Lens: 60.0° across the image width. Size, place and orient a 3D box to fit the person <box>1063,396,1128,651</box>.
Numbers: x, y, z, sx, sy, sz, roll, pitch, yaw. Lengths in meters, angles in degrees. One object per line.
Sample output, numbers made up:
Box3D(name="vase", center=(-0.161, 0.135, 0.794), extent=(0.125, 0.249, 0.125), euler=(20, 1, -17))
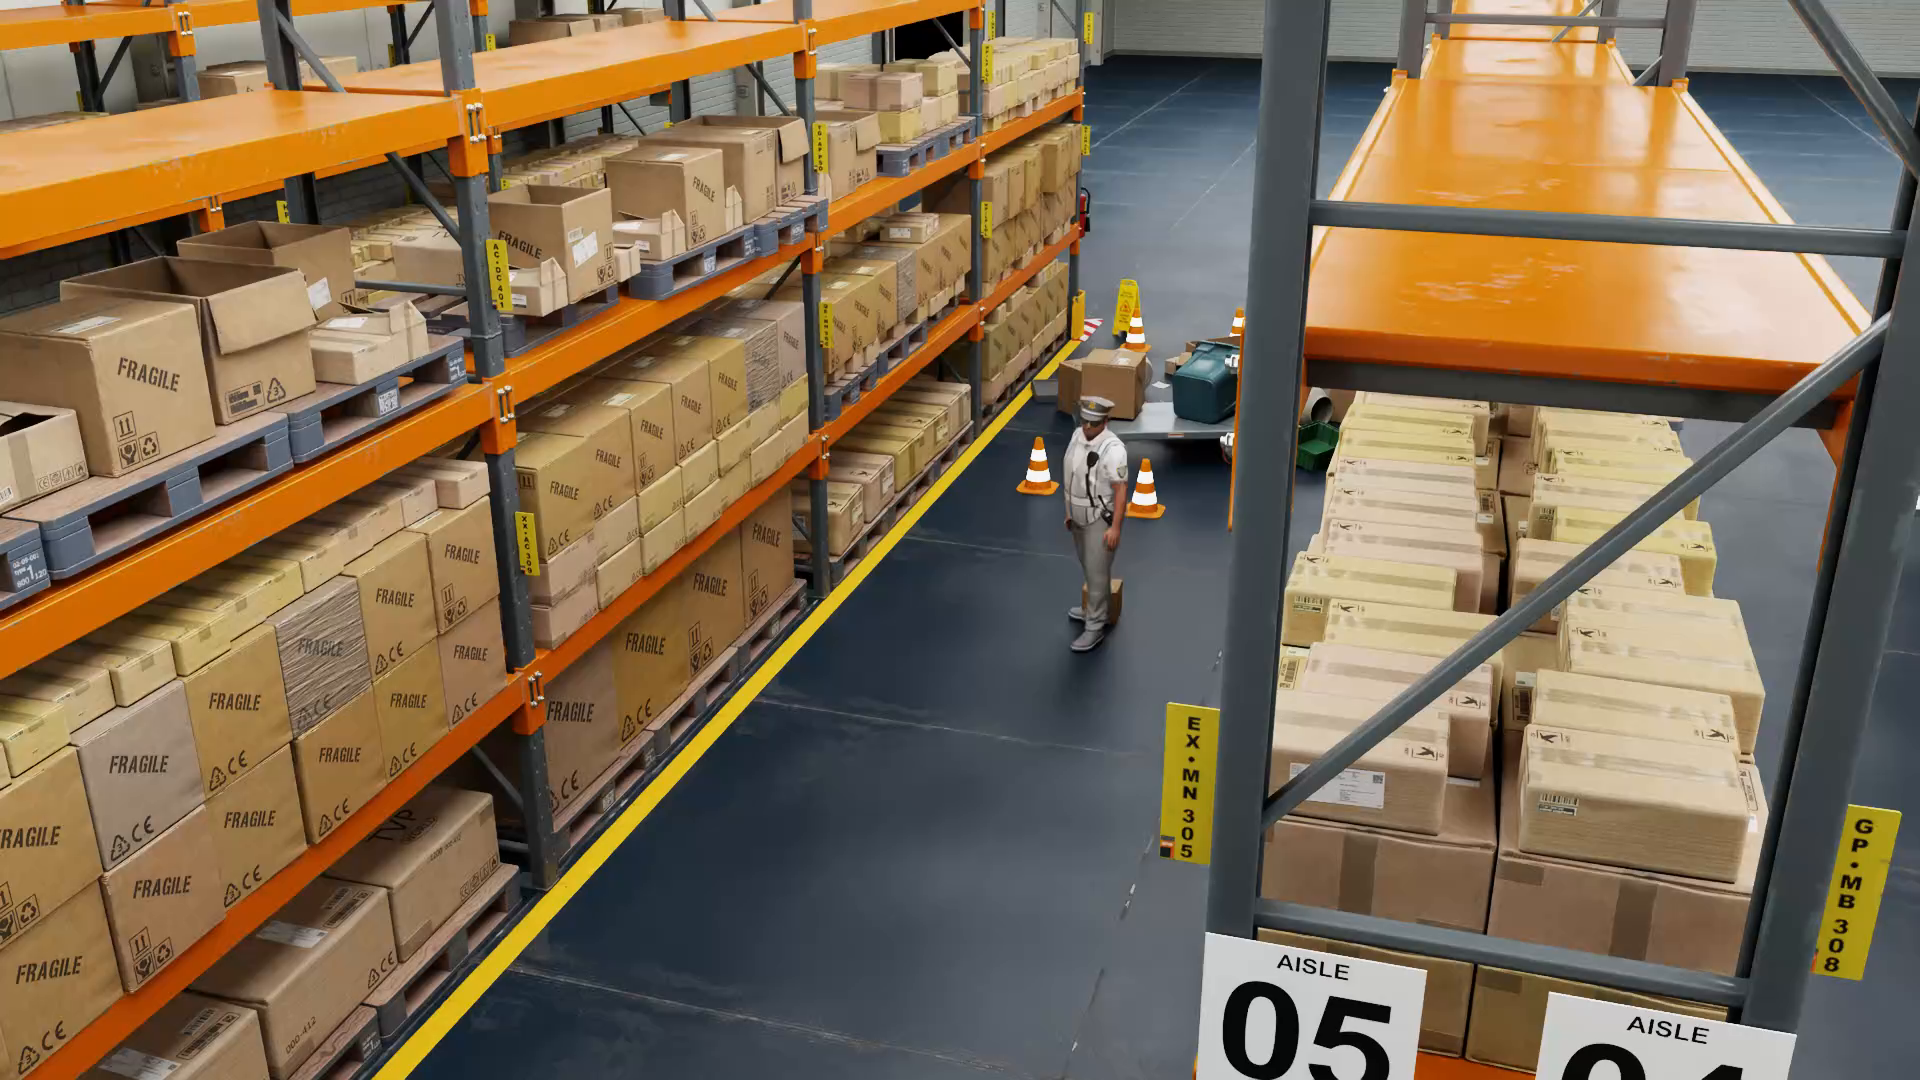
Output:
Box3D(name="person", center=(0.904, -0.162, 11.479), extent=(0.543, 1.752, 0.575), euler=(-11, 24, -26))
